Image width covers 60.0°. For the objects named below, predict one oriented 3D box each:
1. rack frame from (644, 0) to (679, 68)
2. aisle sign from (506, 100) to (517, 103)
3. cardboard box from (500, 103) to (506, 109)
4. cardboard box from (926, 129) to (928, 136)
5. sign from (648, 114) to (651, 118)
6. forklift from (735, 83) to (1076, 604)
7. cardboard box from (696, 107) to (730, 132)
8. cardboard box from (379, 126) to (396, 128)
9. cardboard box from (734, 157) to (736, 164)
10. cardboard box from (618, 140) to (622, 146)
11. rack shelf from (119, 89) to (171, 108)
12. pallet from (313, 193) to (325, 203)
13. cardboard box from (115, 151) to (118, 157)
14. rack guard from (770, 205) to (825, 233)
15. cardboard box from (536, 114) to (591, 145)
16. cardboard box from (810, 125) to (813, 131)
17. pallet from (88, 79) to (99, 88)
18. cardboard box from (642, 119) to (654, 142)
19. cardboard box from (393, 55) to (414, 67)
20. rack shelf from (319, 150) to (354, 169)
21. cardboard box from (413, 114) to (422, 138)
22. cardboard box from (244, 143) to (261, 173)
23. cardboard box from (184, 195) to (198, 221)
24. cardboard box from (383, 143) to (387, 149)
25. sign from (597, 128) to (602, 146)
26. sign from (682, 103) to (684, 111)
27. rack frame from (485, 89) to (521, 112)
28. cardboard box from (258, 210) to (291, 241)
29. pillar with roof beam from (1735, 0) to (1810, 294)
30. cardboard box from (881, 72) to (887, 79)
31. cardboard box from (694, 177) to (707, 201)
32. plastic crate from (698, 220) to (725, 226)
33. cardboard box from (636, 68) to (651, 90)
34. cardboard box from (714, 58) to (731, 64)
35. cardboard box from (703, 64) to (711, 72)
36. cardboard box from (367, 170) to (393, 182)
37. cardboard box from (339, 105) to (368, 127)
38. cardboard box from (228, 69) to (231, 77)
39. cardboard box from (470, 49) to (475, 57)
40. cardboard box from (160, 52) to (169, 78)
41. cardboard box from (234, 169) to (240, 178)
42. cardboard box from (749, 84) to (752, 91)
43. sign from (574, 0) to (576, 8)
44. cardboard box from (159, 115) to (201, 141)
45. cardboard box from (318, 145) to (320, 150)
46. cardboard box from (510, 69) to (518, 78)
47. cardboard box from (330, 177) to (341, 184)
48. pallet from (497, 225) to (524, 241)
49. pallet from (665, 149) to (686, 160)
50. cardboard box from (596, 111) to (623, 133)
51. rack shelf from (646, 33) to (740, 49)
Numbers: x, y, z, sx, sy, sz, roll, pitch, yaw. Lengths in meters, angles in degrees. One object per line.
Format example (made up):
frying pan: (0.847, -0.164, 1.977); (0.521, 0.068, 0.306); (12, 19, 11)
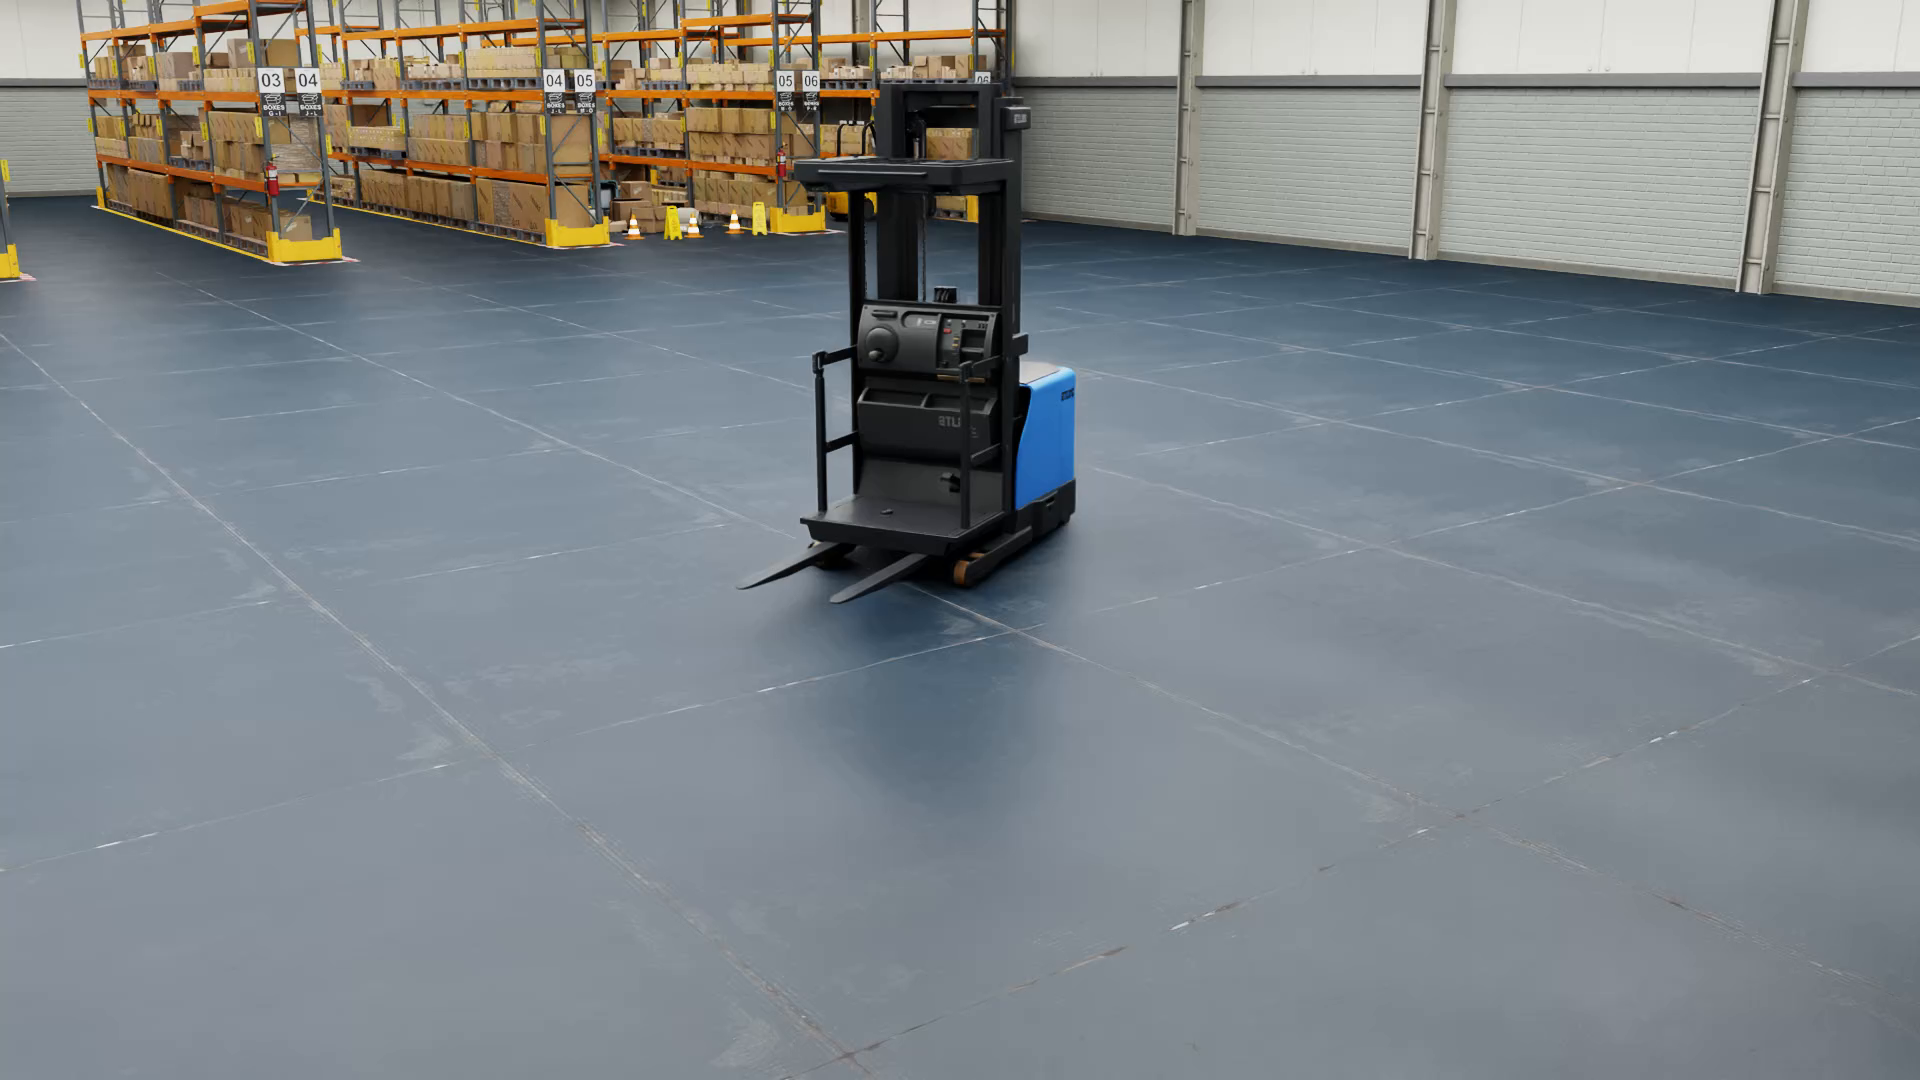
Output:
rack frame: (-8.709, -14.933, 48.590); (1.000, 3.000, 0.127); (-11, 19, -35)
aisle sign: (-12.513, -12.586, 46.453); (0.394, 0.787, 0.004); (-11, 19, -35)
cardboard box: (-12.296, -11.821, 45.273); (0.380, 0.149, 0.250); (-12, 19, -36)
cardboard box: (-0.580, -9.352, 38.145); (0.380, 0.149, 0.250); (-11, 19, -35)
sign: (-9.148, -12.373, 48.960); (0.100, 0.325, 0.005); (-11, 19, -35)
forklift: (-0.298, -1.256, 10.115); (1.130, 2.935, 3.031); (7, 17, 25)
cardboard box: (-5.300, -9.140, 36.140); (0.700, 0.500, 0.500); (-11, 19, -34)
cardboard box: (-13.762, -9.880, 40.045); (0.380, 0.149, 0.250); (-12, 19, -36)
cardboard box: (-4.590, -8.107, 35.489); (0.380, 0.149, 0.250); (-11, 19, -35)
cardboard box: (-7.977, -9.543, 39.942); (0.380, 0.149, 0.250); (-12, 19, -38)
rack shelf: (-17.210, -9.549, 35.962); (1.077, 0.370, 4.000); (-11, 19, -35)
pallet: (-16.173, -8.938, 43.333); (1.003, 0.211, 1.213); (-11, 19, -35)
cardboard box: (-19.436, -8.989, 38.711); (0.380, 0.149, 0.250); (-10, 18, -34)
rack guard: (-3.359, -6.662, 34.471); (1.175, 0.500, 0.348); (-11, 19, -35)
cardboard box: (-7.446, -7.740, 31.344); (0.875, 0.550, 0.550); (-11, 19, -35)
cardboard box: (-3.562, -10.417, 42.036); (0.380, 0.149, 0.250); (-11, 19, -34)
pallet: (-20.293, -10.977, 39.987); (1.003, 0.211, 1.213); (-11, 19, -35)
cardboard box: (-7.023, -9.492, 38.525); (0.500, 0.500, 0.500); (-12, 19, -37)
cardboard box: (-12.411, -10.680, 37.095); (0.396, 0.266, 0.258); (-11, 19, -35)
rack shelf: (-15.491, -9.704, 42.213); (1.077, 0.370, 4.000); (-11, 19, -35)
cardboard box: (-11.707, -9.203, 36.936); (0.700, 0.500, 0.500); (-11, 19, -35)
cardboard box: (-12.023, -6.715, 29.176); (0.875, 0.500, 0.500); (-11, 19, -35)
cardboard box: (-15.624, -6.888, 34.463); (0.700, 0.500, 0.500); (-12, 19, -37)
cardboard box: (-12.921, -8.994, 37.934); (0.380, 0.149, 0.250); (-10, 18, -34)
sign: (-6.806, -7.602, 31.381); (0.100, 0.325, 0.005); (-11, 19, -35)
sign: (-8.248, -12.832, 49.487); (0.100, 0.325, 0.005); (-11, 19, -35)
rack frame: (-12.722, -11.268, 46.564); (1.000, 3.000, 0.127); (-11, 19, -35)
cardboard box: (-12.416, -5.705, 30.179); (0.500, 0.500, 0.500); (-9, 18, -29)
pillar with roof beam: (8.119, -7.293, 20.677); (9.100, 9.000, 0.400); (-11, 19, -35)
cardboard box: (-1.635, -10.910, 39.066); (0.380, 0.149, 0.250); (-10, 18, -33)
cardboard box: (-5.538, -7.776, 36.797); (0.500, 0.500, 0.500); (-10, 18, -32)
plastic crate: (-5.406, -6.835, 35.898); (0.583, 0.080, 0.402); (10, 18, 33)
cardboard box: (-7.098, -10.735, 38.739); (0.797, 0.503, 0.637); (-11, 19, -35)
cardboard box: (-6.463, -12.987, 45.303); (0.396, 0.266, 0.258); (-11, 19, -35)
cardboard box: (-5.288, -10.129, 35.686); (0.380, 0.149, 0.250); (-11, 19, -35)
cardboard box: (-13.779, -8.671, 39.593); (0.500, 0.250, 0.500); (-10, 18, -33)
cardboard box: (-14.810, -10.357, 40.586); (0.500, 0.500, 0.500); (-12, 19, -36)
cardboard box: (-12.764, -8.295, 29.547); (0.380, 0.149, 0.250); (-10, 18, -33)
cardboard box: (-9.521, -9.692, 33.104); (0.380, 0.149, 0.250); (-11, 19, -35)
cardboard box: (-15.671, -9.509, 33.317); (0.500, 0.500, 0.500); (-11, 19, -34)
cardboard box: (-12.906, -6.636, 30.114); (0.380, 0.149, 0.250); (-11, 19, -35)
cardboard box: (-4.147, -9.385, 34.476); (0.380, 0.149, 0.250); (-11, 19, -34)
sign: (-9.938, -13.883, 42.835); (0.100, 0.325, 0.005); (-11, 19, -35)
cardboard box: (-16.451, -8.712, 35.137); (0.797, 0.503, 0.637); (-10, 18, -33)
cardboard box: (-16.443, -10.123, 42.857); (0.380, 0.149, 0.250); (-12, 19, -36)
cardboard box: (-8.327, -8.874, 31.625); (0.380, 0.149, 0.250); (-11, 19, -35)
cardboard box: (-15.843, -9.150, 42.304); (0.380, 0.149, 0.250); (-11, 19, -34)
pallet: (-8.506, -6.136, 33.094); (1.003, 0.211, 1.213); (-11, 19, -35)
pallet: (-5.998, -8.799, 37.906); (1.003, 0.211, 1.213); (-11, 19, -35)
cardboard box: (-8.534, -10.160, 40.433); (0.500, 0.500, 0.500); (-11, 19, -36)
rack shelf: (-7.533, -14.157, 47.125); (1.077, 0.370, 4.000); (-11, 19, -35)
